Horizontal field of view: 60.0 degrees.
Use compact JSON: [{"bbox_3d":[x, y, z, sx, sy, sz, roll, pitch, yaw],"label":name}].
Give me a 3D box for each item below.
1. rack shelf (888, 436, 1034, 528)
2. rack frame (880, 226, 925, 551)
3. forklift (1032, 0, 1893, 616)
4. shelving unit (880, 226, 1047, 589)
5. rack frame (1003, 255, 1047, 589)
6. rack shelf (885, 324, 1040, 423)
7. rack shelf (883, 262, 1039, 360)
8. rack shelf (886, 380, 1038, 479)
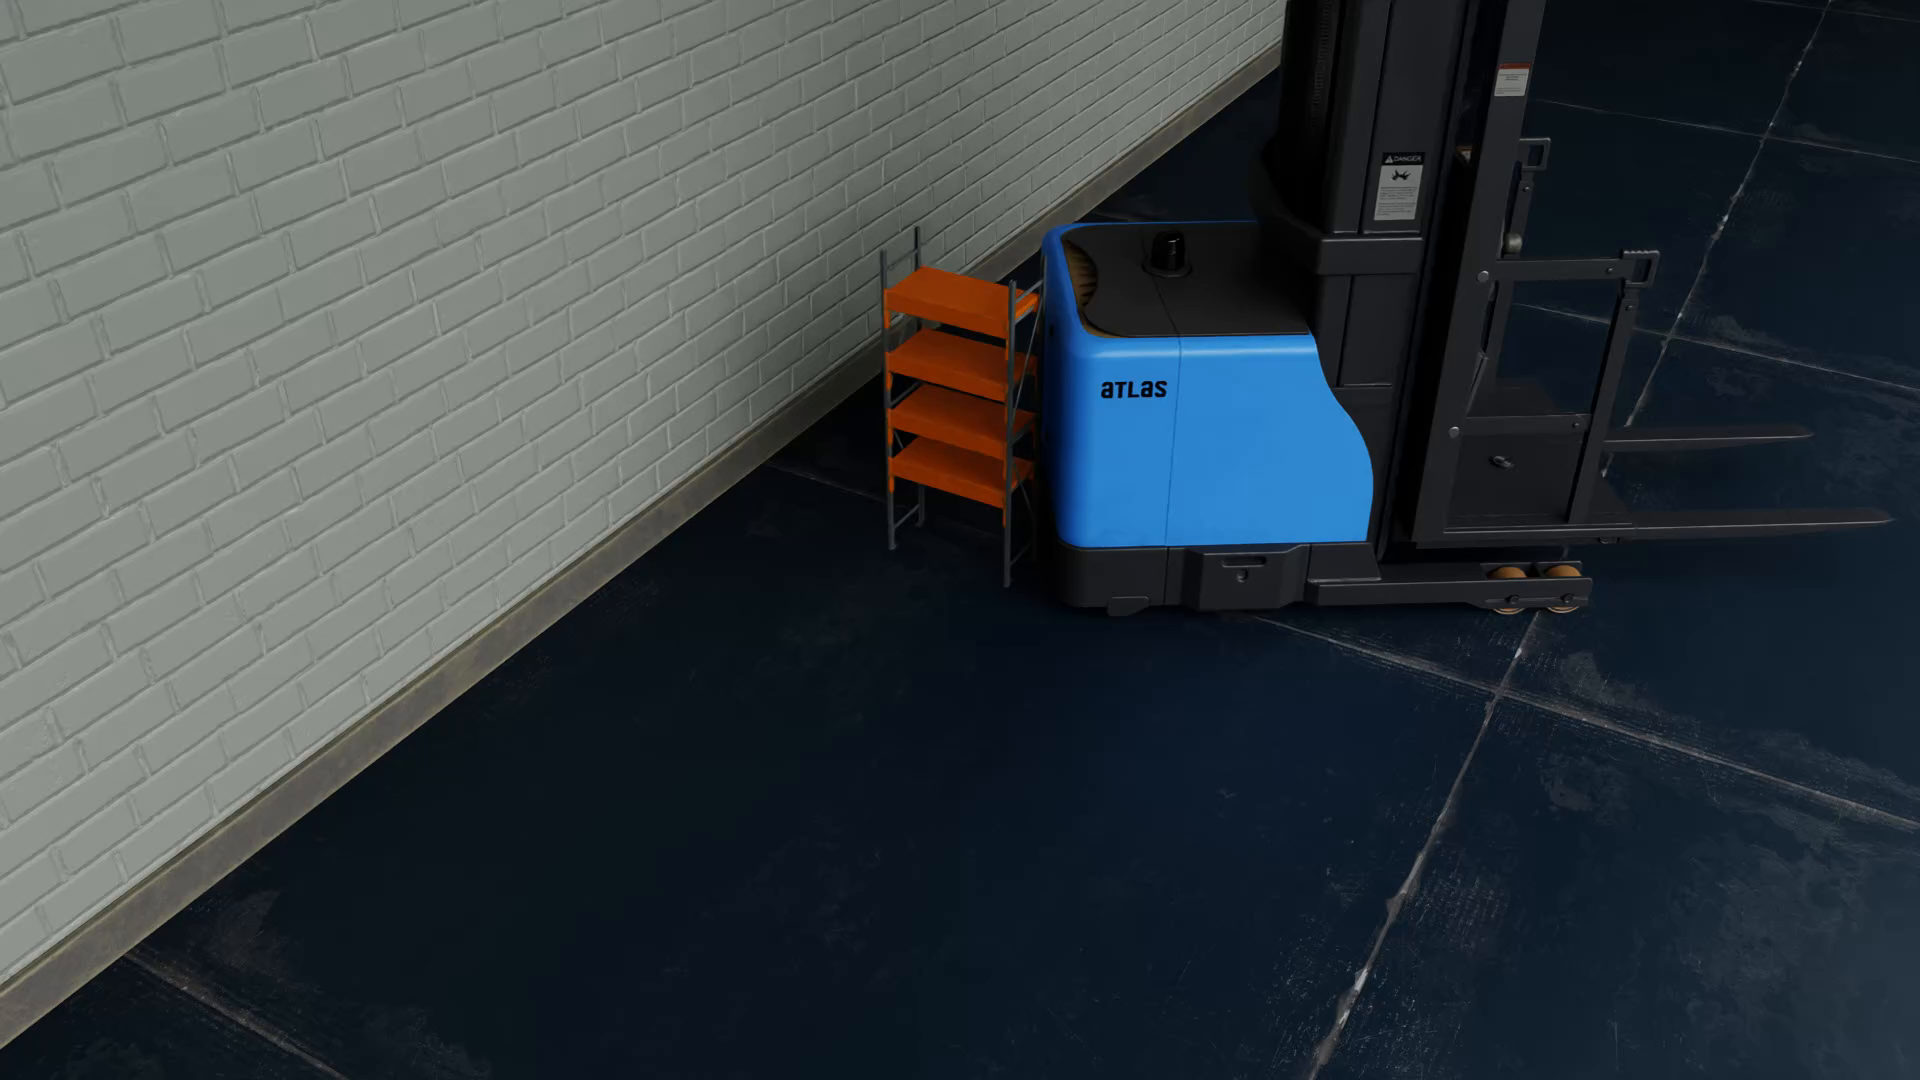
[{"bbox_3d":[0.011,-0.230,5.992,0.480,0.148,0.258,18,38,24],"label":"rack shelf"},{"bbox_3d":[-0.201,-0.518,5.946,0.015,1.200,0.240,18,38,24],"label":"rack frame"},{"bbox_3d":[1.817,-1.251,5.485,3.031,2.935,1.130,-1,34,-2],"label":"forklift"},{"bbox_3d":[0.011,-0.451,5.845,0.503,1.200,0.258,18,38,24],"label":"shelving unit"},{"bbox_3d":[0.222,-0.384,5.744,0.015,1.200,0.240,18,38,24],"label":"rack frame"},{"bbox_3d":[0.011,-0.581,5.758,0.480,0.148,0.258,18,38,24],"label":"rack shelf"},{"bbox_3d":[0.011,-0.778,5.627,0.480,0.148,0.258,18,38,24],"label":"rack shelf"},{"bbox_3d":[0.011,-0.395,5.882,0.480,0.148,0.258,18,38,24],"label":"rack shelf"}]
